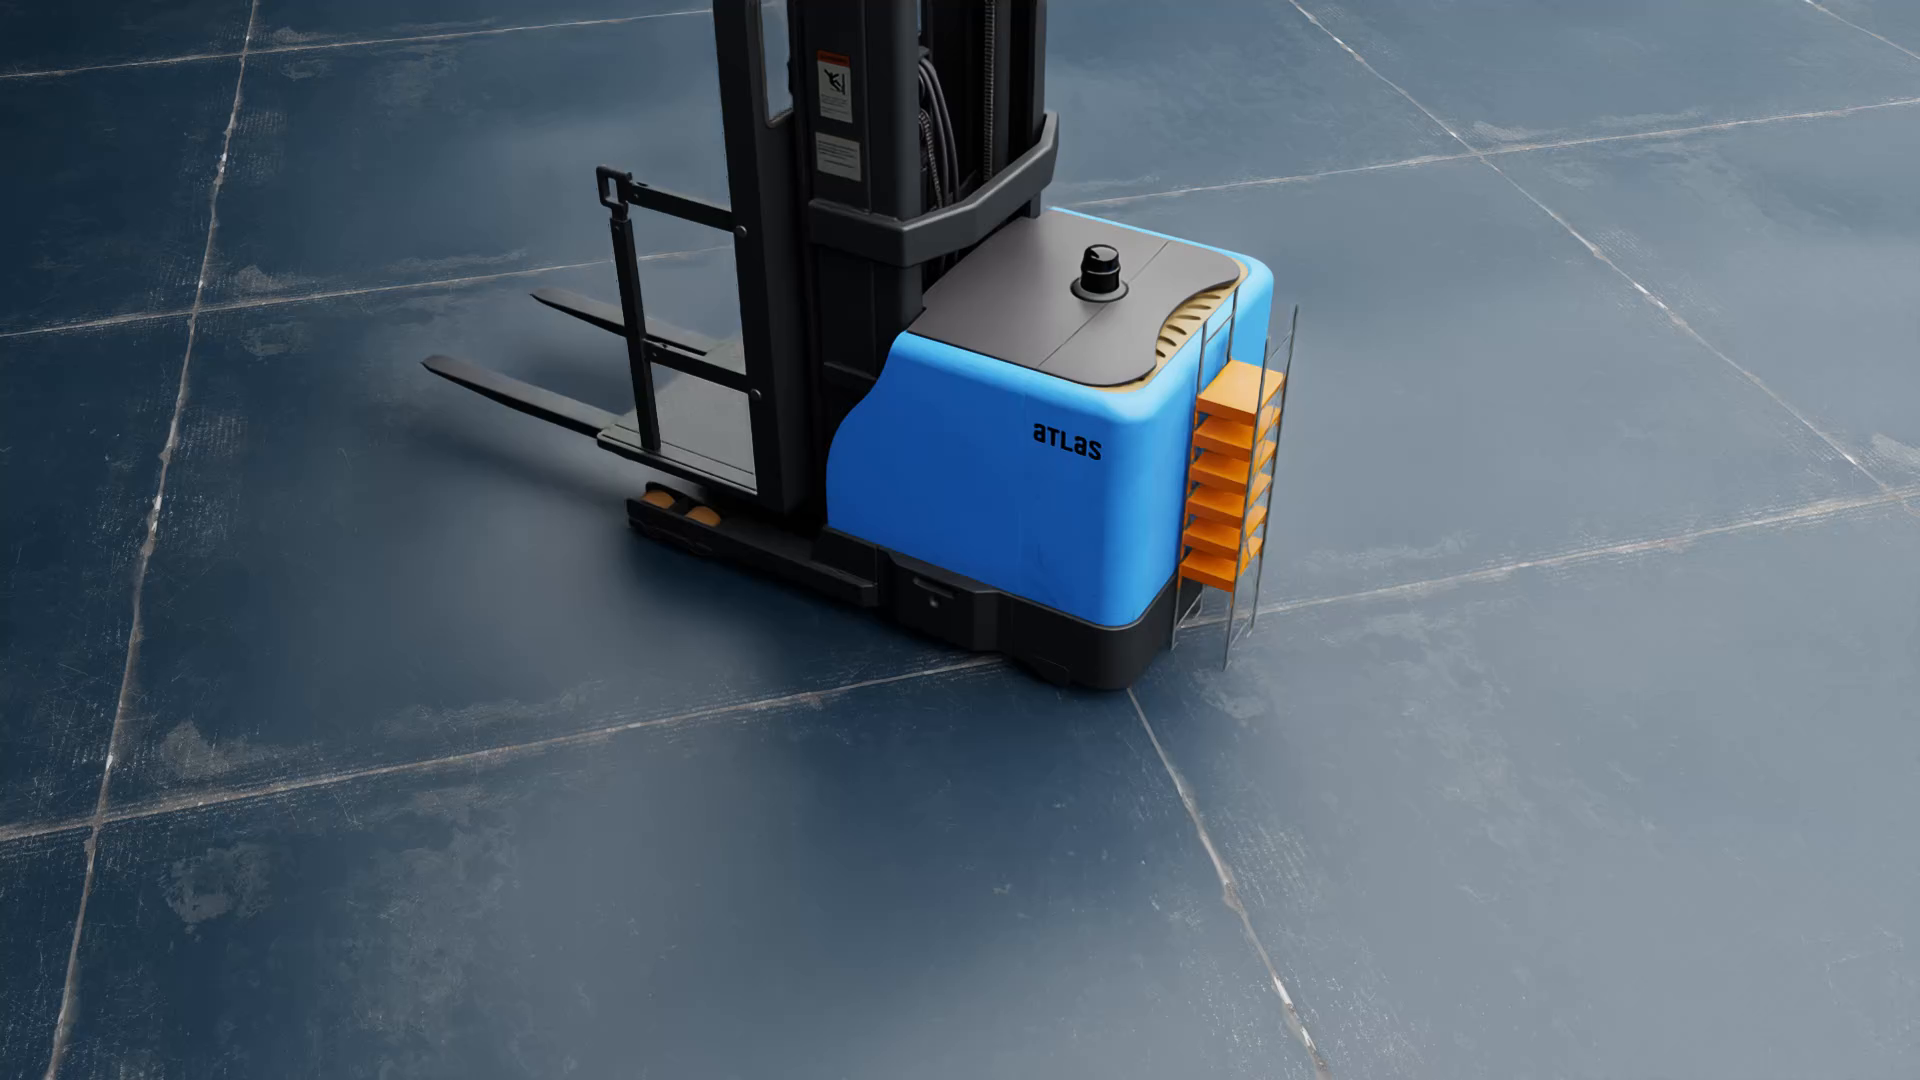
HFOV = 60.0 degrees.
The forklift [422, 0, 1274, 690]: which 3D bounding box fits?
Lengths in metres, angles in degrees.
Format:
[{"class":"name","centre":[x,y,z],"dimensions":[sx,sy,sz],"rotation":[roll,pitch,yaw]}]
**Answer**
[{"class":"forklift","centre":[-0.554,-1.368,5.126],"dimensions":[3.031,2.935,1.130],"rotation":[20,42,24]}]

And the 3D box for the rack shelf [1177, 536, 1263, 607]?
[{"class":"rack shelf","centre":[0.808,0.072,5.137],"dimensions":[0.180,0.103,0.258],"rotation":[20,42,24]}]

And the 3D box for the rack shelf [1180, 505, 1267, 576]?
[{"class":"rack shelf","centre":[0.808,-0.024,5.064],"dimensions":[0.180,0.103,0.258],"rotation":[20,42,24]}]

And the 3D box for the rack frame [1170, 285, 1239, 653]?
[{"class":"rack frame","centre":[0.729,-0.182,5.001],"dimensions":[0.006,1.200,0.240],"rotation":[20,42,24]}]

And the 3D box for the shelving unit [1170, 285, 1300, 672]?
[{"class":"shelving unit","centre":[0.808,-0.154,4.964],"dimensions":[0.189,1.200,0.258],"rotation":[20,42,24]}]

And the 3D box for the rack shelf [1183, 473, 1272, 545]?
[{"class":"rack shelf","centre":[0.808,-0.119,4.991],"dimensions":[0.180,0.103,0.258],"rotation":[20,42,24]}]

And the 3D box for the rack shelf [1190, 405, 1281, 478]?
[{"class":"rack shelf","centre":[0.808,-0.309,4.845],"dimensions":[0.180,0.103,0.258],"rotation":[20,42,24]}]

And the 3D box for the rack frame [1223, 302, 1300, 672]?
[{"class":"rack frame","centre":[0.887,-0.126,4.927],"dimensions":[0.006,1.200,0.240],"rotation":[20,42,24]}]

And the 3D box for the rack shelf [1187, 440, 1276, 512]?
[{"class":"rack shelf","centre":[0.808,-0.214,4.918],"dimensions":[0.180,0.103,0.258],"rotation":[20,42,24]}]

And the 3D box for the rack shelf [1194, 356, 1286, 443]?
[{"class":"rack shelf","centre":[0.808,-0.405,4.772],"dimensions":[0.180,0.103,0.258],"rotation":[20,42,24]}]
